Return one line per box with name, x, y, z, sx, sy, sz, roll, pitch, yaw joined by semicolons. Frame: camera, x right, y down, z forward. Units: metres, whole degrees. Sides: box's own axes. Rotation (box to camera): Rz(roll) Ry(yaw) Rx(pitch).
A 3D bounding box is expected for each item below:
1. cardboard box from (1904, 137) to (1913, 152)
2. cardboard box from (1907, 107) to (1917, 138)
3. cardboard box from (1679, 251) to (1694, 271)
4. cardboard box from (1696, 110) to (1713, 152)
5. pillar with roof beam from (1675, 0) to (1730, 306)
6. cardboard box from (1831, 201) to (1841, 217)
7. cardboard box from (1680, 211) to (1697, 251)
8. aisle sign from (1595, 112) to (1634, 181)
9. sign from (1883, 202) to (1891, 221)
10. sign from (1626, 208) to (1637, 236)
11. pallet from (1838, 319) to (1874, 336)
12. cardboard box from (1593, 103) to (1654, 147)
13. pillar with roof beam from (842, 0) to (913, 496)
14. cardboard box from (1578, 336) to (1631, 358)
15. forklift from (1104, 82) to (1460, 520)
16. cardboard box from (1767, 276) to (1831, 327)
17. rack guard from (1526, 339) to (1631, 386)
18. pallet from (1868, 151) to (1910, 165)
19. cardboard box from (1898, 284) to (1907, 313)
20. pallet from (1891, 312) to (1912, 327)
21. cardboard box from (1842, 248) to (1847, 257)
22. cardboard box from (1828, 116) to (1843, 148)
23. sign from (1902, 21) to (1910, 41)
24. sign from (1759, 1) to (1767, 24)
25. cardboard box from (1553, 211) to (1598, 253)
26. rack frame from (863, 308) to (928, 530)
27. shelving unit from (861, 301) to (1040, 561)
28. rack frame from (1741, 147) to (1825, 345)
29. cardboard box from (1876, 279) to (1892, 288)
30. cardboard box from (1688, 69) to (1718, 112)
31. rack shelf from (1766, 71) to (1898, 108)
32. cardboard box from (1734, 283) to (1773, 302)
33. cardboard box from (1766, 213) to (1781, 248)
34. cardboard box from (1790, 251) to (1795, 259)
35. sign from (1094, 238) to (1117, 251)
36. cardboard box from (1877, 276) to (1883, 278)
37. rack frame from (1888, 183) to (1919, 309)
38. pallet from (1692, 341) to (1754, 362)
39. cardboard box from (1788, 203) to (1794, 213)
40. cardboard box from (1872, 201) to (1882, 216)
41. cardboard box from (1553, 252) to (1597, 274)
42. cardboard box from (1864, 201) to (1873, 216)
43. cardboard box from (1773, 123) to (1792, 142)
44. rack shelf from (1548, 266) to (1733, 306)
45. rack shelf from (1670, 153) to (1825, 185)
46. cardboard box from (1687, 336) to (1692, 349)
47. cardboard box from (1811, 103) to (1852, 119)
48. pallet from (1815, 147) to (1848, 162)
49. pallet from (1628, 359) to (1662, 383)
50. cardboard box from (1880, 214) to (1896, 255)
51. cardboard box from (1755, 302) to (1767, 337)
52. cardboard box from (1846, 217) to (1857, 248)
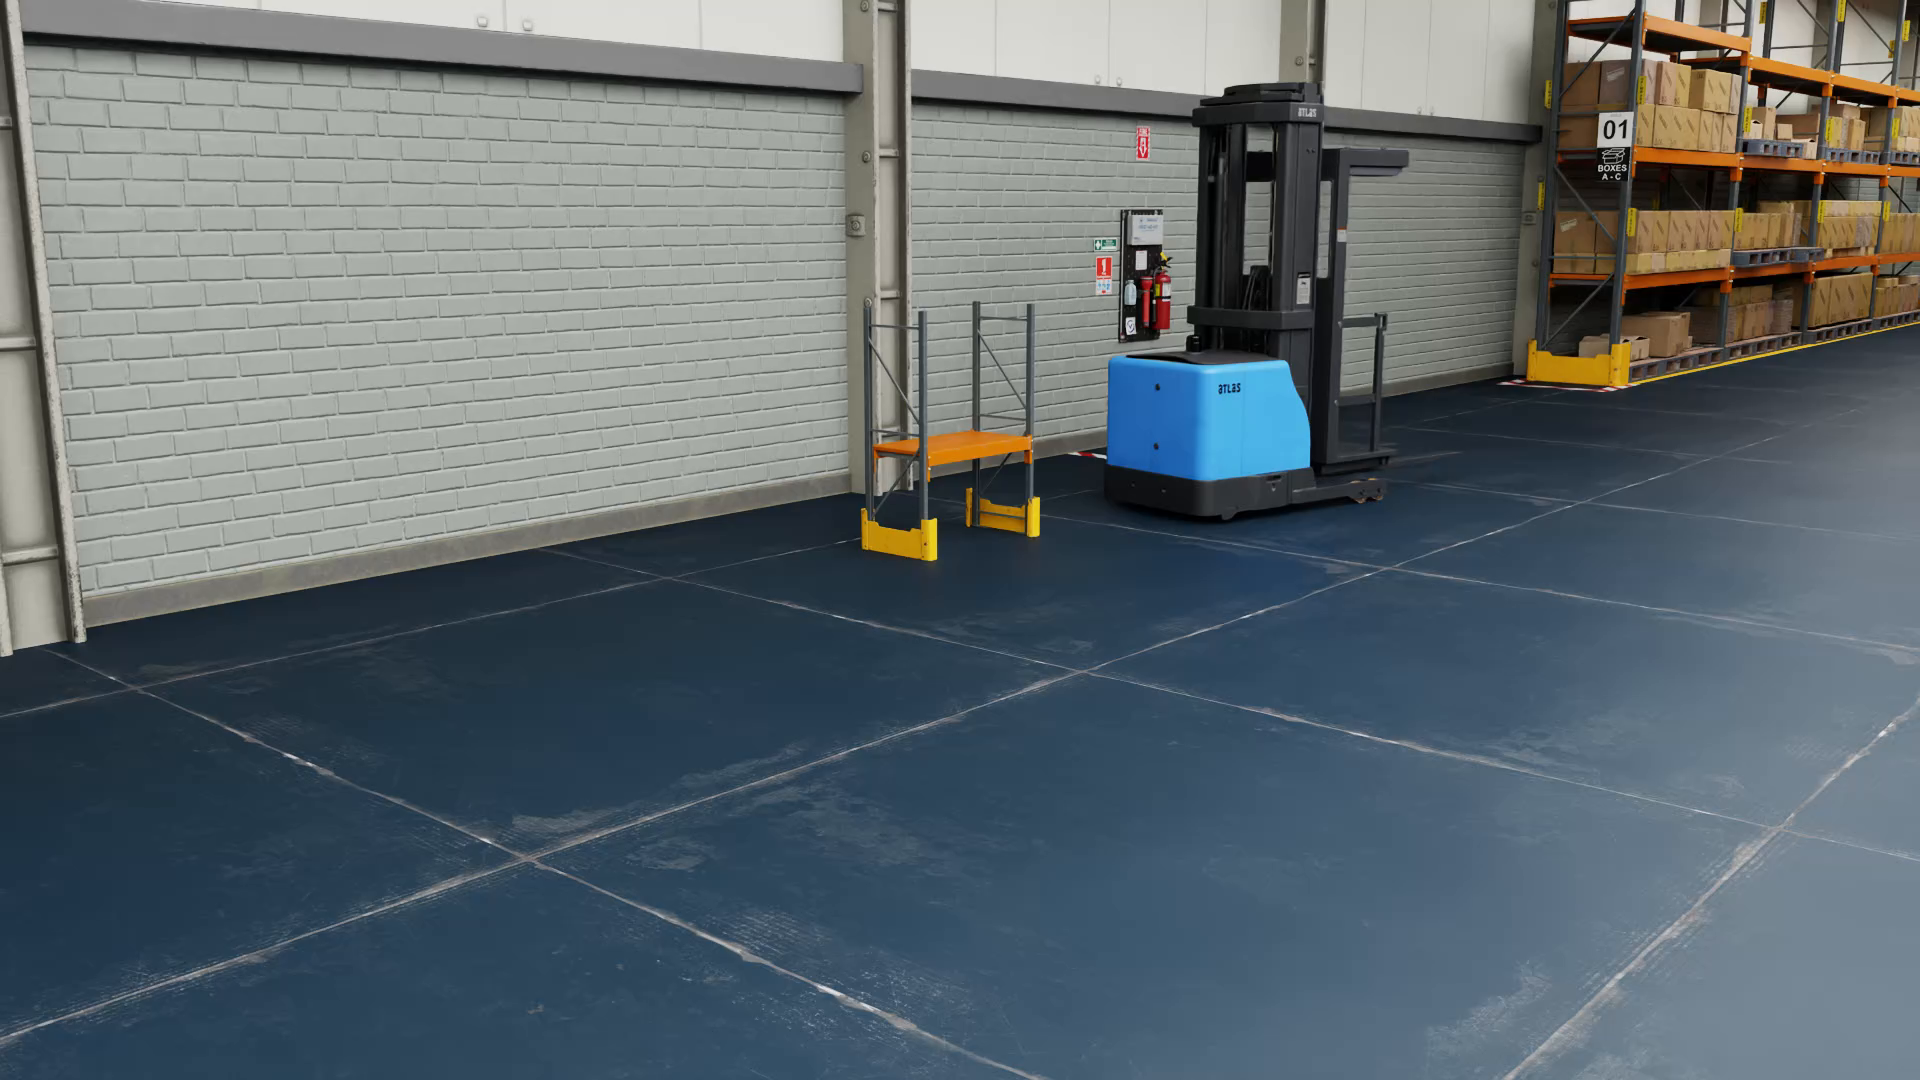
cardboard box;16.435;-6.955;29.272;0.500;0.250;0.500;9;15;39
cardboard box;16.450;-7.327;29.220;0.500;0.500;0.500;9;15;39
cardboard box;9.081;-3.590;21.359;0.500;0.250;0.500;10;15;41
cardboard box;9.325;-5.249;21.370;0.500;0.500;0.500;9;14;38
pillar with roof beam;14.519;-6.879;22.179;9.100;9.000;0.400;10;15;40
cardboard box;13.641;-5.259;26.401;0.500;0.250;0.500;9;15;40
cardboard box;9.065;-3.956;21.277;0.500;0.500;0.500;10;15;42
aisle sign;7.690;-4.622;19.556;0.394;0.787;0.004;10;15;40
sign;15.848;-5.622;28.448;0.100;0.325;0.005;10;15;40
sign;7.920;-3.751;19.622;0.100;0.325;0.005;10;15;40
pallet;14.981;-3.671;28.554;1.003;0.211;1.213;10;15;40
cardboard box;7.921;-4.943;19.837;0.500;0.500;0.500;10;15;42
pillar with roof beam;2.637;-4.231;8.920;9.100;9.000;0.400;10;15;40
cardboard box;8.037;-2.384;20.730;0.500;0.311;0.500;8;14;34
forklift;2.508;-1.777;12.124;3.031;2.935;1.130;-8;14;-36
cardboard box;13.377;-3.817;26.577;0.750;0.750;0.750;10;15;40
rack guard;7.563;-2.182;20.359;1.175;0.500;0.348;10;15;40
pallet;15.982;-6.708;29.208;1.003;0.211;1.213;10;15;40
cardboard box;17.026;-4.467;30.728;0.700;0.500;0.500;9;14;39
pallet;16.800;-4.077;30.583;1.003;0.211;1.213;10;15;40
cardboard box;14.368;-4.743;27.392;0.380;0.149;0.250;10;15;42
cardboard box;13.756;-6.552;26.822;0.700;0.500;0.500;11;16;43
sign;15.849;-8.532;27.868;0.100;0.325;0.005;10;15;40
sign;12.374;-8.122;25.613;0.100;0.325;0.005;10;15;40
cardboard box;7.664;-3.797;20.482;0.500;0.500;0.500;10;15;40
rack frame;-0.392;-0.648;10.127;0.500;1.500;0.032;10;15;40
shelving unit;-0.050;-0.724;10.508;0.587;1.500;1.083;10;15;40
rack frame;12.793;-4.574;25.951;1.000;3.000;0.127;10;15;40
cardboard box;16.368;-4.584;29.656;0.380;0.149;0.250;10;15;42
cardboard box;9.335;-5.736;21.255;0.500;0.500;0.500;9;14;38
rack shelf;14.114;-7.261;26.946;1.077;0.370;4.000;10;15;40
cardboard box;11.934;-3.743;25.136;0.500;0.250;0.500;10;15;41
cardboard box;11.685;-4.582;24.613;0.700;0.500;0.500;10;15;40
cardboard box;13.185;-4.479;26.066;0.380;0.149;0.250;9;15;40
sign;1.272;-2.579;14.520;0.001;0.109;0.331;10;15;40
cardboard box;16.784;-4.790;30.690;0.380;0.149;0.250;10;15;41
rack frame;18.074;-5.751;31.844;1.000;3.000;0.127;10;15;40
pallet;10.666;-2.732;23.852;1.003;0.211;1.213;10;15;40
cardboard box;12.588;-5.102;25.561;0.380;0.149;0.250;7;14;33
cardboard box;15.318;-5.633;28.274;0.500;0.250;0.500;10;15;42
cardboard box;7.676;-3.427;20.541;0.500;0.250;0.500;10;15;41
cardboard box;14.973;-5.559;27.903;0.500;0.250;0.500;10;15;42
cardboard box;11.868;-5.926;24.750;0.637;0.503;0.797;-10;15;-40
rack shelf;8.833;-3.338;21.602;1.077;0.370;4.000;10;15;40
rack shelf;11.473;-5.397;24.255;1.077;0.370;4.000;10;15;40
cardboard box;9.822;-2.729;22.826;0.380;0.166;0.250;7;14;33
cardboard box;14.401;-7.070;27.498;0.500;0.250;0.500;9;15;39
pallet;13.179;-6.053;26.184;1.213;0.211;1.003;11;16;43
pallet;8.126;-2.155;20.963;1.003;0.211;1.213;10;15;40
cardboard box;15.804;-5.387;29.257;0.980;0.700;0.700;10;15;41
cardboard box;11.623;-3.313;24.900;0.700;0.500;0.500;10;15;40
cardboard box;14.325;-5.043;27.236;0.500;0.500;0.500;10;15;42
